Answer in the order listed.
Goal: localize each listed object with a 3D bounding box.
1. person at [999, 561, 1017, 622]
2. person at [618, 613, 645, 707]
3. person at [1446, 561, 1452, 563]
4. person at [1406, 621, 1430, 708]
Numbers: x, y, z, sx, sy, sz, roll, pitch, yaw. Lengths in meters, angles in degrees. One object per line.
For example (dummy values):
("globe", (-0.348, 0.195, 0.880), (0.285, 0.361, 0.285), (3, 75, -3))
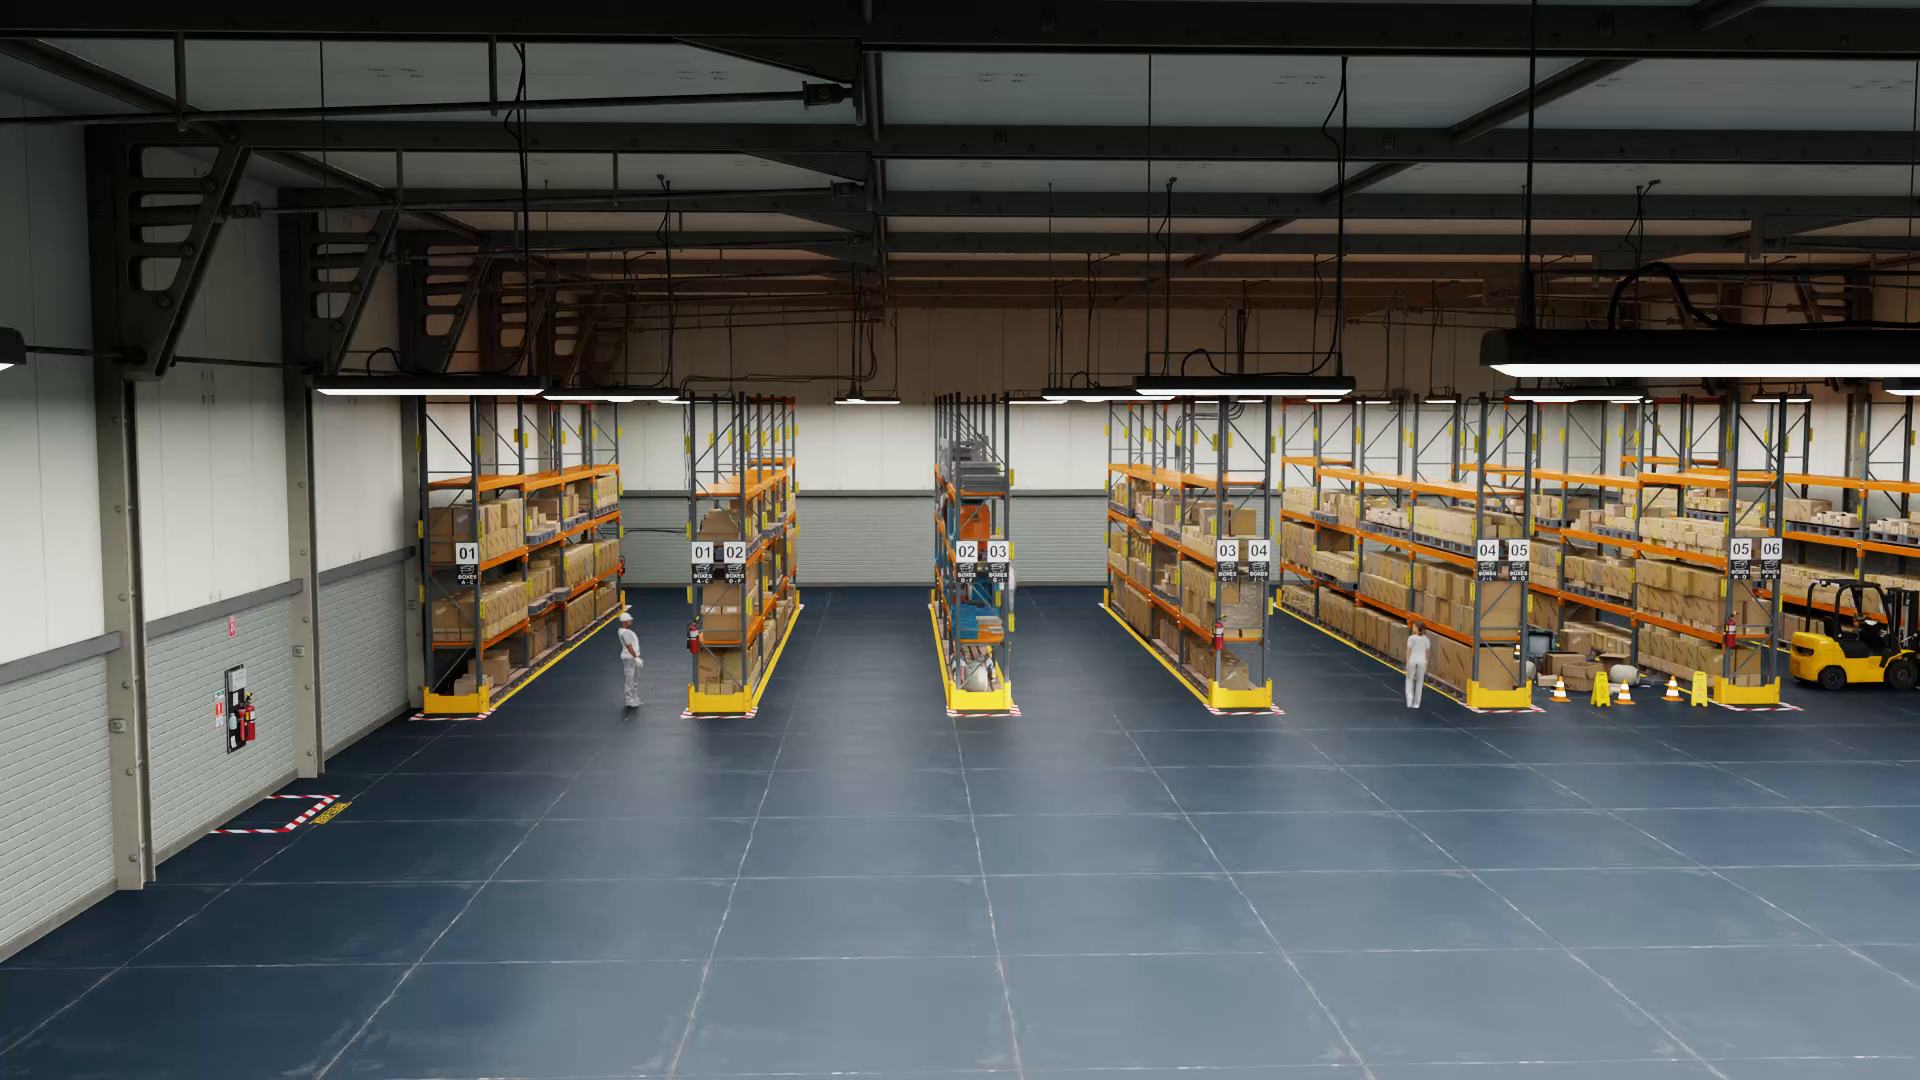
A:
("person", (1.240, 1.311, 44.377), (0.581, 1.737, 0.971), (-1, 5, -12))
("person", (-6.281, 2.294, 31.848), (0.602, 1.817, 0.651), (1, 5, 8))
("person", (12.912, 1.367, 44.063), (0.452, 1.671, 0.468), (1, 5, 7))
("person", (8.652, 2.359, 31.453), (0.436, 1.662, 0.525), (2, 5, 23))
